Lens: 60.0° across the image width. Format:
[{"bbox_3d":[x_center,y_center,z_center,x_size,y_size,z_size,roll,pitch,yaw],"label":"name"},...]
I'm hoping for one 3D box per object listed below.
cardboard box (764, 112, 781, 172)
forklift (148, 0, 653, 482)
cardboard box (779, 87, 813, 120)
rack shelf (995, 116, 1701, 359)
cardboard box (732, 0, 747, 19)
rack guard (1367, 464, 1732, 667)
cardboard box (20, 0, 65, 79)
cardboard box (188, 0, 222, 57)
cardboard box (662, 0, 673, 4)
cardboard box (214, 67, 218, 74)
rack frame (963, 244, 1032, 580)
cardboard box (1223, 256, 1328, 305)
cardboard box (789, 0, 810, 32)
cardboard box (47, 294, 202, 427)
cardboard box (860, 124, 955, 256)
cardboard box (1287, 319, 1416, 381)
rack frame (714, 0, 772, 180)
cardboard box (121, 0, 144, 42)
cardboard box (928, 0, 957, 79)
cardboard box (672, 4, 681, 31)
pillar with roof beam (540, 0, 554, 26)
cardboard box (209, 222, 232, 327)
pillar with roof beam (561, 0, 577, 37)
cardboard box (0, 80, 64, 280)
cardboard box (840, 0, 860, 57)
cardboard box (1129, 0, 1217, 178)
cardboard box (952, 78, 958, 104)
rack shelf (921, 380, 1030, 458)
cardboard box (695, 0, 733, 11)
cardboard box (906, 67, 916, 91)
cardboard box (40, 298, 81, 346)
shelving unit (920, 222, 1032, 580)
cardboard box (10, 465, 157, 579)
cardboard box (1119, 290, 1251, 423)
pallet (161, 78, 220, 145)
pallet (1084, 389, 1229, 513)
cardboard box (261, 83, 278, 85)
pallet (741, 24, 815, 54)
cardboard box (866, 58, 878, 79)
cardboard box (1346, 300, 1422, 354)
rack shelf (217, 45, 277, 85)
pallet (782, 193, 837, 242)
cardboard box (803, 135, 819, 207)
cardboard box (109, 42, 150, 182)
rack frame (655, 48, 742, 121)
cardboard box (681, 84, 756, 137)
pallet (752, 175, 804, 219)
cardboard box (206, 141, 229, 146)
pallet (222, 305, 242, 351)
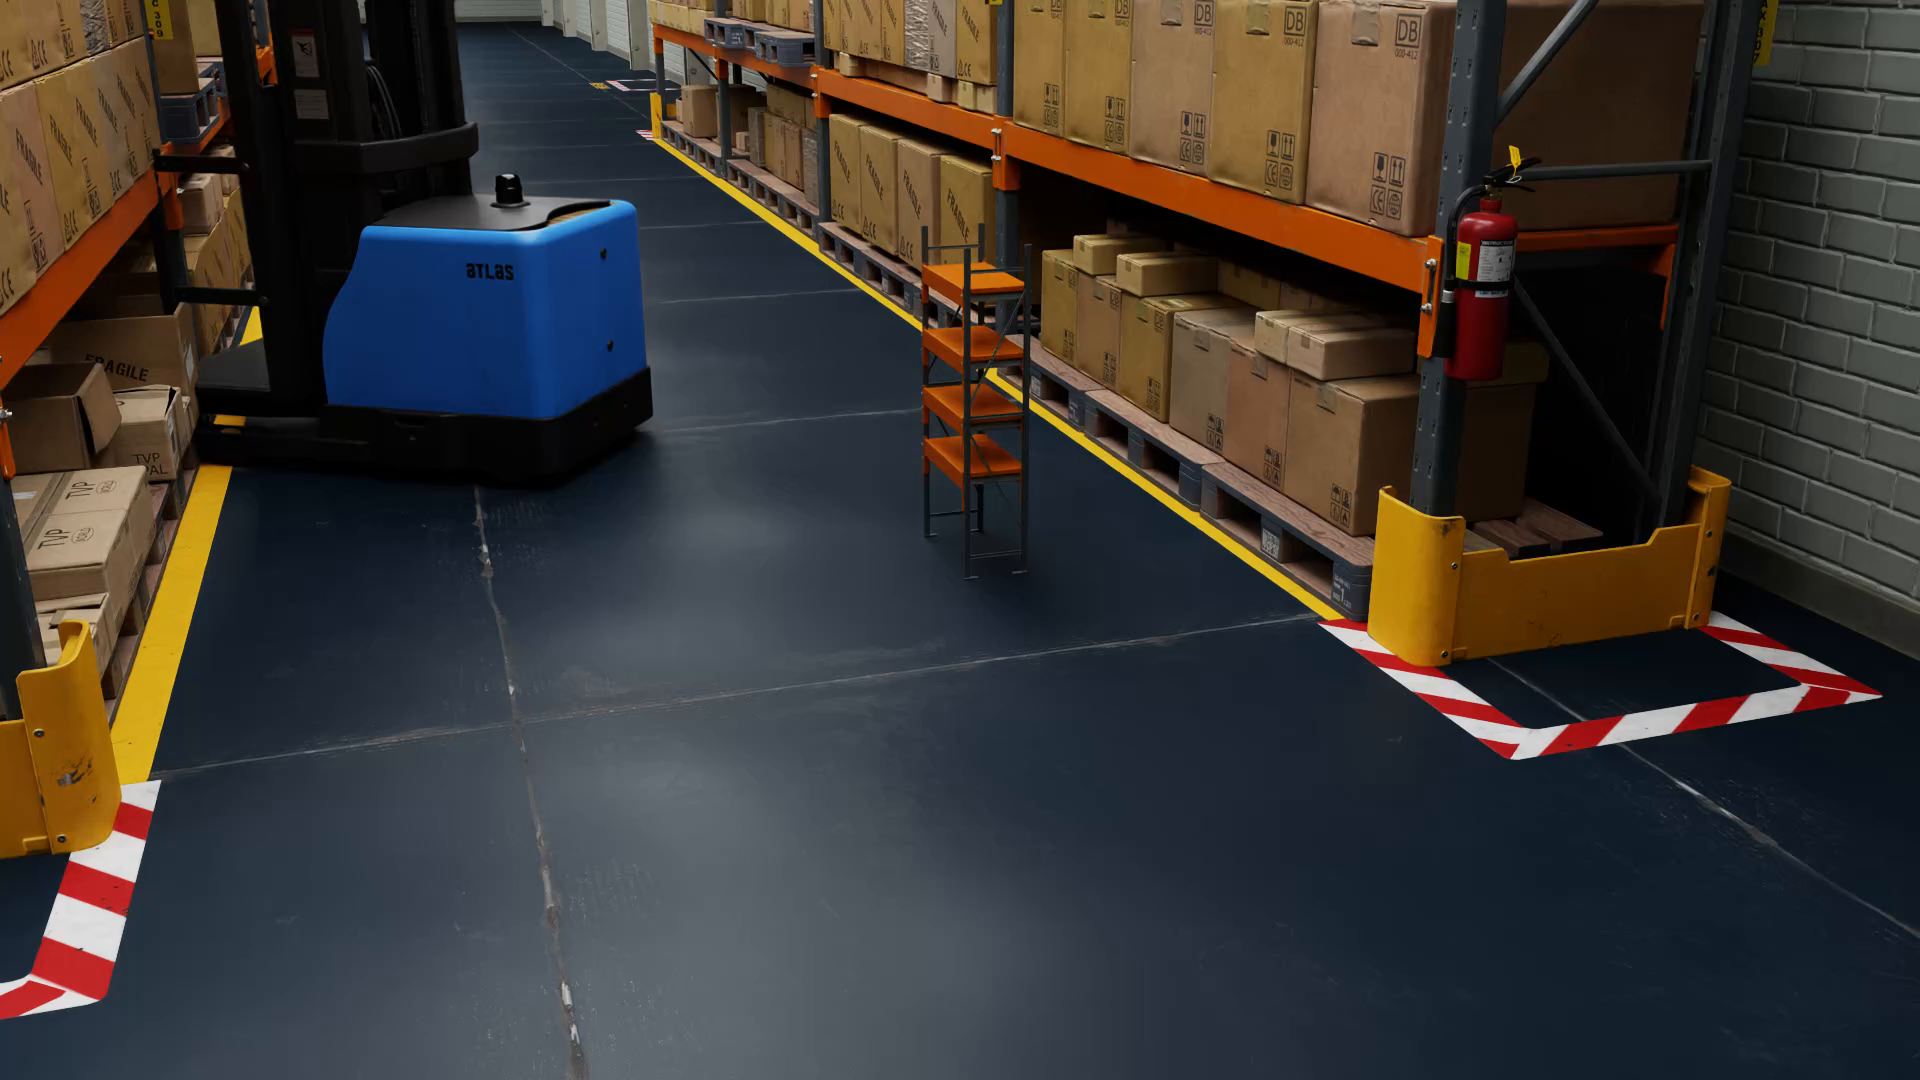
[{"bbox_3d":[-1.373,-3.612,15.083,0.700,0.500,0.500,-7,21,-18],"label":"cardboard box"},{"bbox_3d":[-3.021,-1.872,7.293,3.031,2.935,1.130,5,20,13],"label":"forklift"},{"bbox_3d":[-1.275,-3.818,14.546,0.500,0.250,0.500,-7,21,-19],"label":"cardboard box"},{"bbox_3d":[1.313,-1.429,7.021,1.077,0.370,4.000,-6,21,-17],"label":"rack shelf"},{"bbox_3d":[-1.703,-5.064,15.278,0.700,0.500,0.500,-6,21,-17],"label":"cardboard box"},{"bbox_3d":[1.949,0.059,5.514,1.175,0.500,0.348,-6,21,-17],"label":"rack guard"},{"bbox_3d":[-2.973,-1.614,4.846,0.500,0.500,0.500,-6,21,-16],"label":"cardboard box"},{"bbox_3d":[-4.970,-3.220,10.174,0.700,0.500,0.500,-15,24,-35],"label":"cardboard box"},{"bbox_3d":[-2.921,-6.041,17.879,0.500,0.500,0.500,-7,21,-19],"label":"cardboard box"},{"bbox_3d":[-5.372,-3.431,11.663,0.500,0.311,0.500,-7,21,-18],"label":"cardboard box"},{"bbox_3d":[0.129,-0.433,5.848,0.240,1.200,0.015,-6,21,-17],"label":"rack frame"},{"bbox_3d":[1.376,-1.135,7.256,0.380,0.149,0.250,-7,21,-18],"label":"cardboard box"},{"bbox_3d":[-0.932,-4.273,13.077,0.700,0.500,0.500,-8,21,-22],"label":"cardboard box"},{"bbox_3d":[-3.569,-0.760,7.141,0.500,0.500,0.500,-6,21,-17],"label":"cardboard box"},{"bbox_3d":[-0.197,-2.347,11.072,0.750,0.750,0.750,-6,21,-17],"label":"cardboard box"},{"bbox_3d":[1.413,-0.688,6.011,0.380,0.149,0.250,-7,21,-18],"label":"cardboard box"},{"bbox_3d":[-1.830,-4.976,15.834,1.000,3.000,0.127,-6,21,-17],"label":"rack frame"},{"bbox_3d":[-3.613,-2.264,6.657,0.500,0.500,0.500,-6,21,-17],"label":"cardboard box"},{"bbox_3d":[0.130,-2.890,9.407,0.500,0.500,0.500,-6,21,-17],"label":"cardboard box"},{"bbox_3d":[-2.748,-5.517,17.531,0.500,0.250,0.500,-6,21,-17],"label":"cardboard box"},{"bbox_3d":[-15.563,-18.120,43.554,9.100,9.000,0.400,-6,21,-17],"label":"pillar with roof beam"},{"bbox_3d":[-4.266,-1.425,8.992,0.500,0.500,0.500,-6,21,-17],"label":"cardboard box"},{"bbox_3d":[-13.677,-16.195,38.193,9.100,9.000,0.400,-6,21,-17],"label":"pillar with roof beam"},{"bbox_3d":[-2.817,-0.980,4.561,0.500,0.500,0.500,-7,21,-18],"label":"cardboard box"},{"bbox_3d":[-0.508,-3.537,11.209,0.500,0.500,0.500,-6,21,-15],"label":"cardboard box"},{"bbox_3d":[1.301,-1.907,6.845,0.980,0.700,0.700,-7,21,-20],"label":"cardboard box"},{"bbox_3d":[0.169,-2.545,9.407,0.380,0.149,0.250,-6,21,-16],"label":"cardboard box"},{"bbox_3d":[0.052,-0.448,6.089,0.258,0.148,0.480,-6,21,-17],"label":"rack shelf"},{"bbox_3d":[-2.273,-5.387,16.060,0.500,0.500,0.500,-6,21,-17],"label":"cardboard box"},{"bbox_3d":[-0.121,-2.878,10.333,0.380,0.149,0.250,-6,21,-15],"label":"cardboard box"},{"bbox_3d":[-4.445,-1.040,7.922,0.500,0.500,0.500,-7,21,-17],"label":"cardboard box"},{"bbox_3d":[0.052,-0.512,6.066,0.258,1.200,0.503,-6,21,-17],"label":"shelving unit"},{"bbox_3d":[-2.976,-0.037,5.498,0.500,0.250,0.500,-6,21,-17],"label":"cardboard box"},{"bbox_3d":[1.136,-0.853,7.430,0.700,0.500,0.500,-6,21,-16],"label":"cardboard box"},{"bbox_3d":[-4.165,-2.059,7.996,1.003,0.211,1.213,-6,21,-17],"label":"pallet"},{"bbox_3d":[1.236,-0.452,7.363,1.003,0.211,1.213,-6,21,-17],"label":"pallet"},{"bbox_3d":[-6.380,-3.887,15.139,0.500,0.500,0.500,-6,21,-17],"label":"cardboard box"},{"bbox_3d":[-1.234,-4.233,14.049,1.003,0.211,1.213,-6,21,-17],"label":"pallet"},{"bbox_3d":[-0.419,-3.210,11.258,0.380,0.149,0.250,-7,21,-18],"label":"cardboard box"},{"bbox_3d":[1.695,-0.810,6.350,0.380,0.149,0.250,-6,21,-17],"label":"cardboard box"},{"bbox_3d":[-5.903,-3.469,12.700,1.077,0.370,4.000,-6,21,-17],"label":"rack shelf"},{"bbox_3d":[-0.817,-2.631,13.430,1.003,0.211,1.213,-6,21,-17],"label":"pallet"},{"bbox_3d":[-0.849,-2.949,13.236,0.700,0.500,0.500,-6,21,-16],"label":"cardboard box"},{"bbox_3d":[-3.453,-1.630,6.370,0.500,0.500,0.500,-6,21,-16],"label":"cardboard box"},{"bbox_3d":[-3.088,-6.260,19.408,1.000,3.000,0.127,-6,21,-17],"label":"rack frame"},{"bbox_3d":[-2.593,-4.635,17.932,0.700,0.500,0.500,-8,21,-21],"label":"cardboard box"},{"bbox_3d":[-1.197,-3.022,14.518,1.003,0.211,1.213,-6,21,-17],"label":"pallet"},{"bbox_3d":[-5.492,-2.864,12.569,0.500,0.311,0.500,-7,21,-19],"label":"cardboard box"},{"bbox_3d":[-4.696,-1.218,9.497,1.003,0.211,1.213,-6,21,-17],"label":"pallet"}]
